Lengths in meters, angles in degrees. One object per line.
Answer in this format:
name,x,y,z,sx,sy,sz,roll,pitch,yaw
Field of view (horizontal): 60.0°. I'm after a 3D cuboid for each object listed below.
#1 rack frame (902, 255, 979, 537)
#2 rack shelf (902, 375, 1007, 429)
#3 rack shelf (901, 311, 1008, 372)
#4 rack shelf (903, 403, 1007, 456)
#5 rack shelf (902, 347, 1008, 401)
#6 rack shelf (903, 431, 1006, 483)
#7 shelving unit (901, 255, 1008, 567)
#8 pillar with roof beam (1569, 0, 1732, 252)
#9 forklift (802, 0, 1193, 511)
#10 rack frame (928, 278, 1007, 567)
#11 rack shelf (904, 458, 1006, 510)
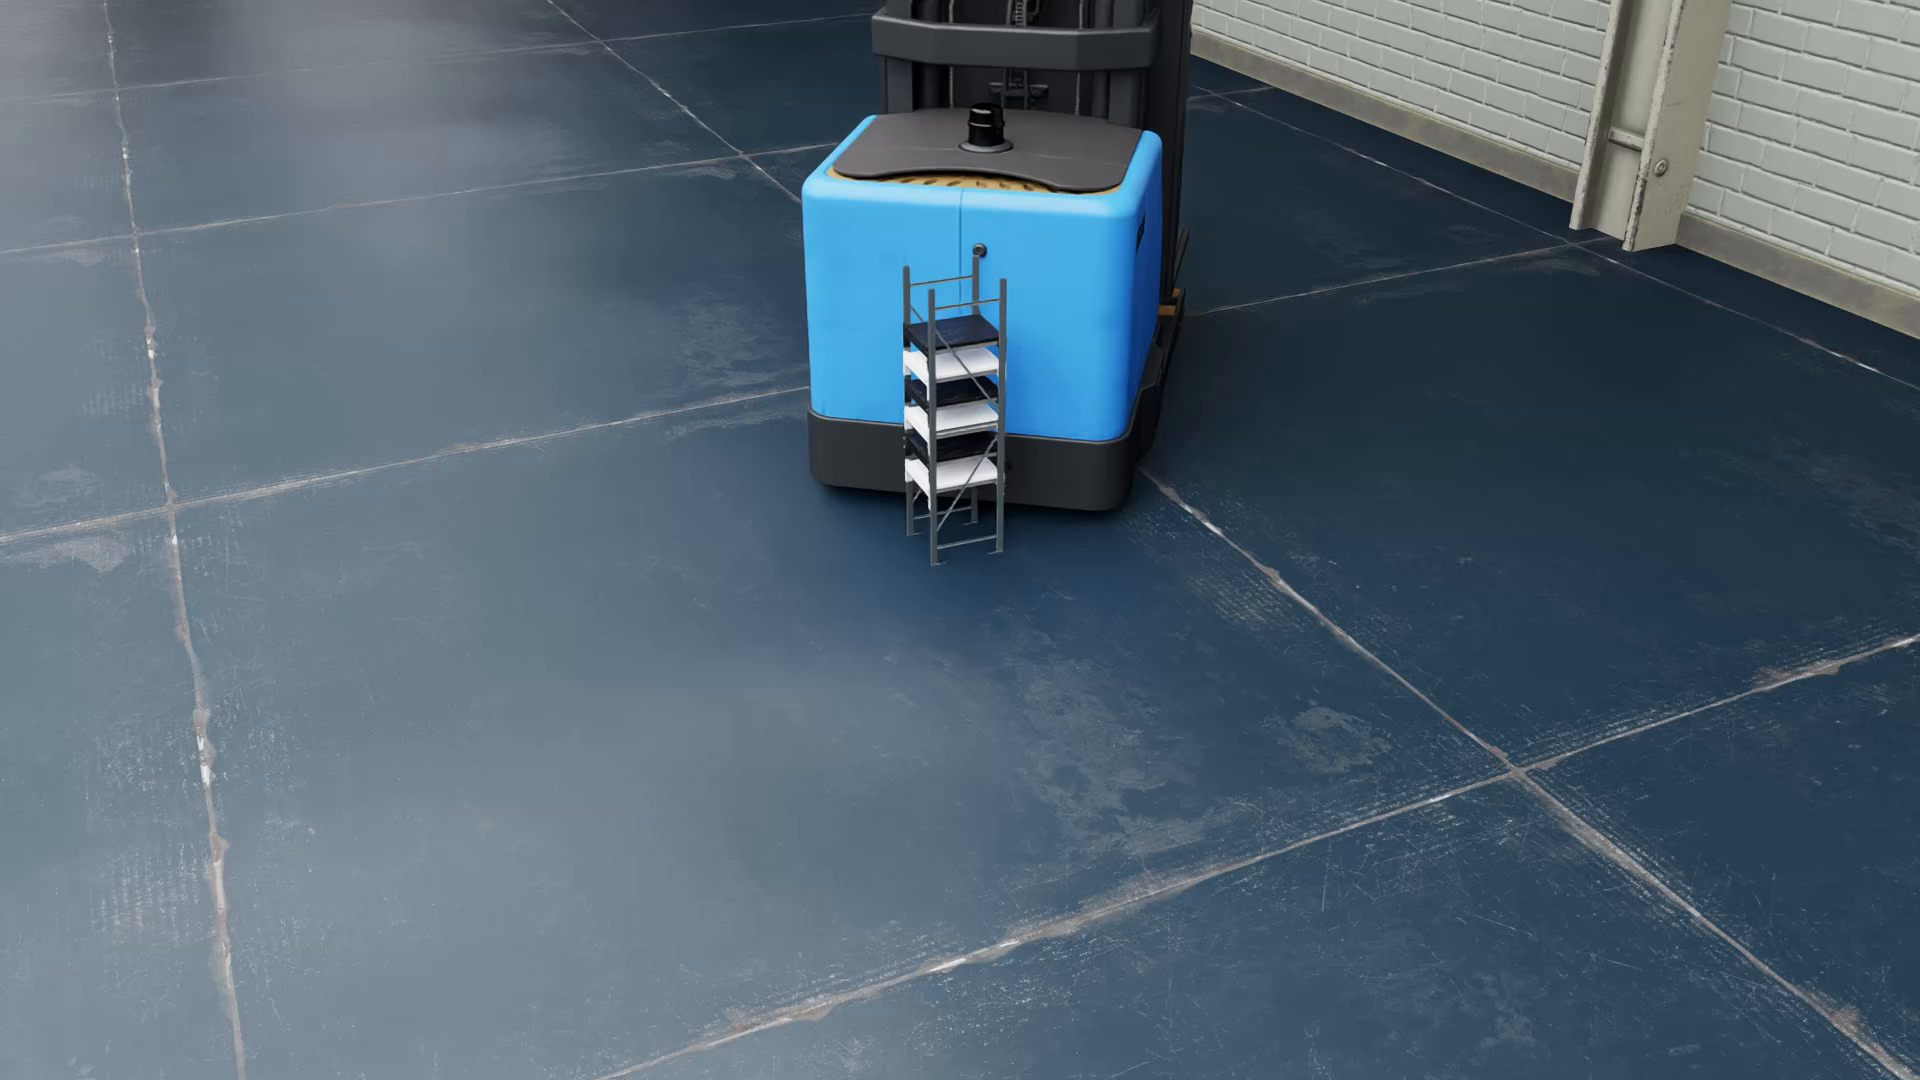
rack frame,-0.055,-0.425,5.087,0.240,0.900,0.006,-11,31,-19
rack shelf,-0.017,-0.428,4.977,0.258,0.077,0.200,-11,31,-19
rack shelf,-0.017,-0.585,4.889,0.258,0.077,0.200,-11,31,-19
rack shelf,-0.017,-0.349,5.021,0.258,0.077,0.200,-11,31,-19
rack shelf,-0.017,-0.506,4.933,0.258,0.077,0.200,-11,31,-19
rack shelf,-0.017,-0.271,5.065,0.258,0.077,0.200,-11,31,-19
shelving unit,-0.017,-0.379,5.005,0.258,0.900,0.210,-11,31,-19
pillar with roof beam,-0.772,-4.457,3.998,9.100,9.000,0.400,-13,32,-22
forklift,0.310,-2.074,5.952,1.130,2.935,3.031,6,30,10
rack frame,0.022,-0.332,4.923,0.240,0.900,0.006,-11,31,-19
rack shelf,-0.017,-0.193,5.109,0.258,0.077,0.200,-11,31,-19
